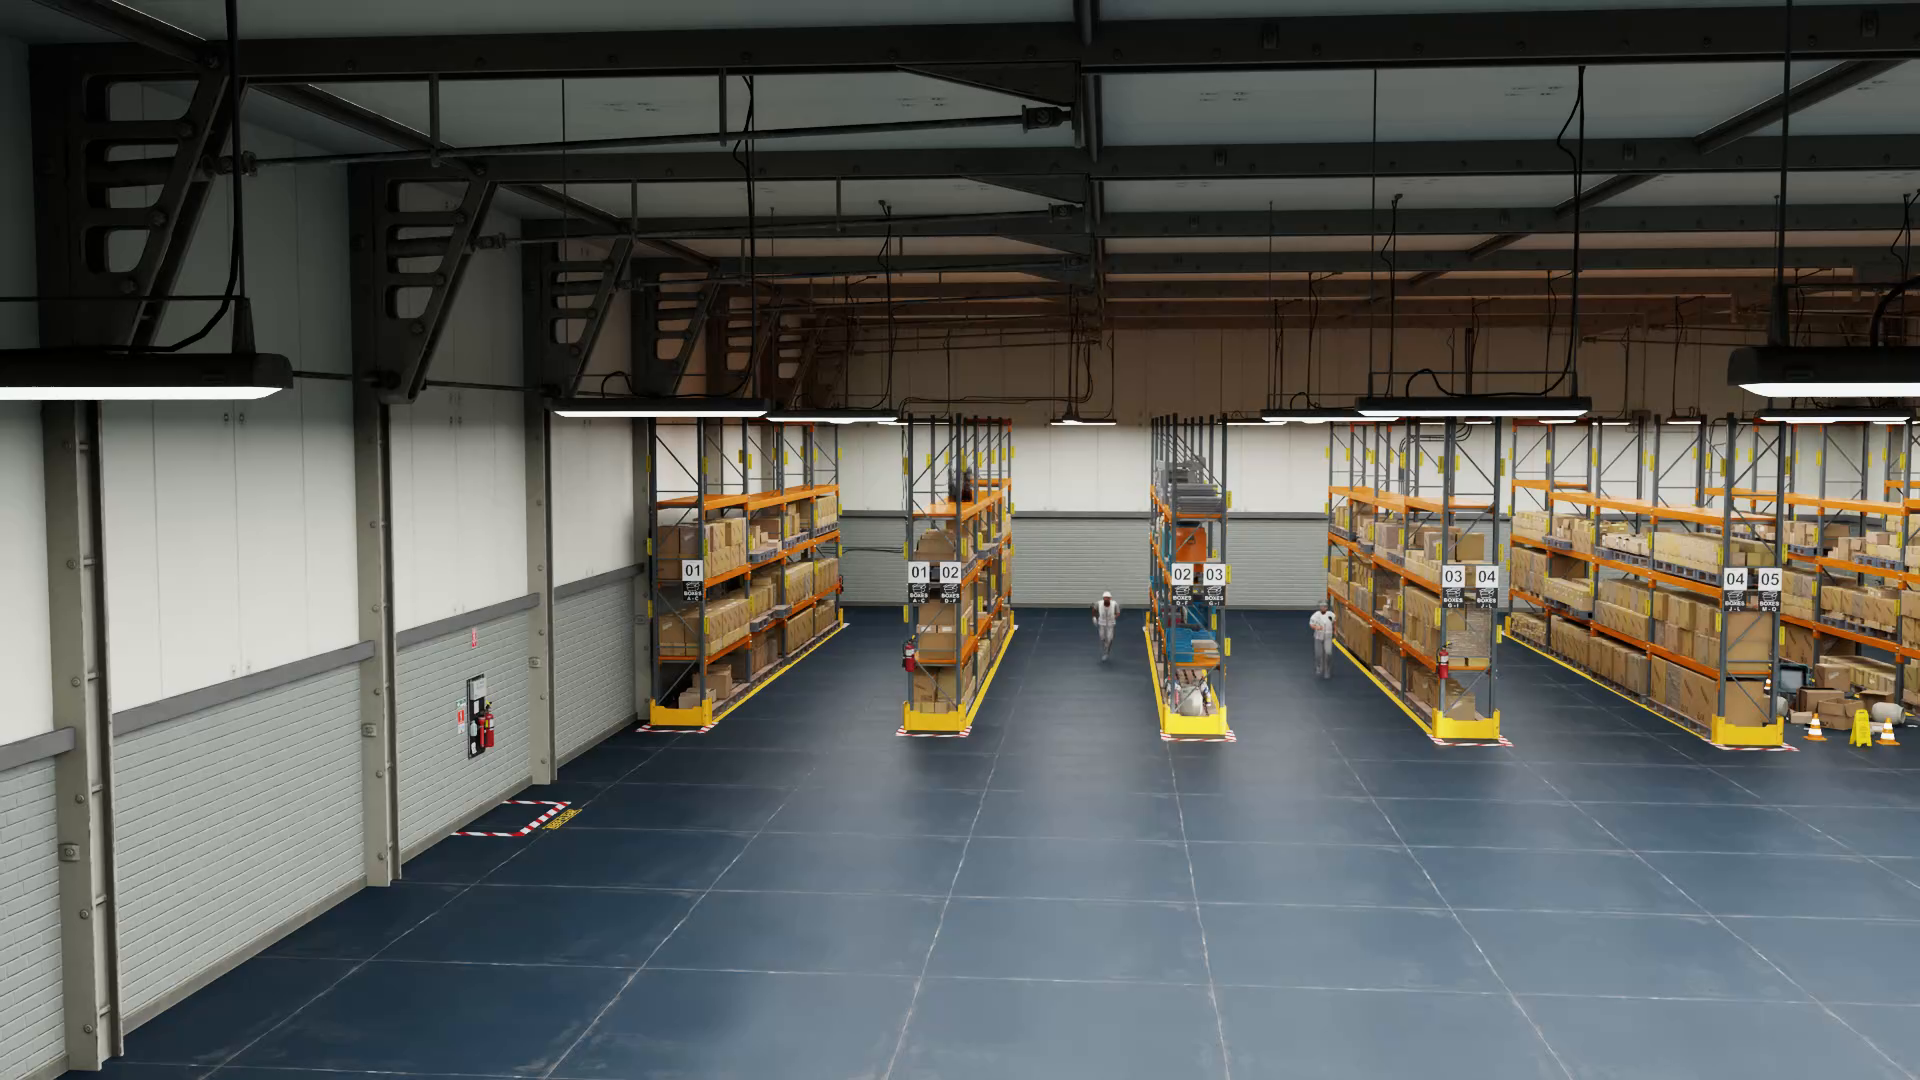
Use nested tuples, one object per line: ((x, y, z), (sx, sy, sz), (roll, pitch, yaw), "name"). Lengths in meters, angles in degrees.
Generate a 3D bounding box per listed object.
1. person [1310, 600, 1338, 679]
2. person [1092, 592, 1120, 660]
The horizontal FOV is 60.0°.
((8.344, 2.284, 38.146), (0.647, 1.838, 0.852), (1, 4, 8), "person")
((3.612, 2.119, 41.055), (0.670, 1.703, 0.726), (0, 4, 2), "person")
